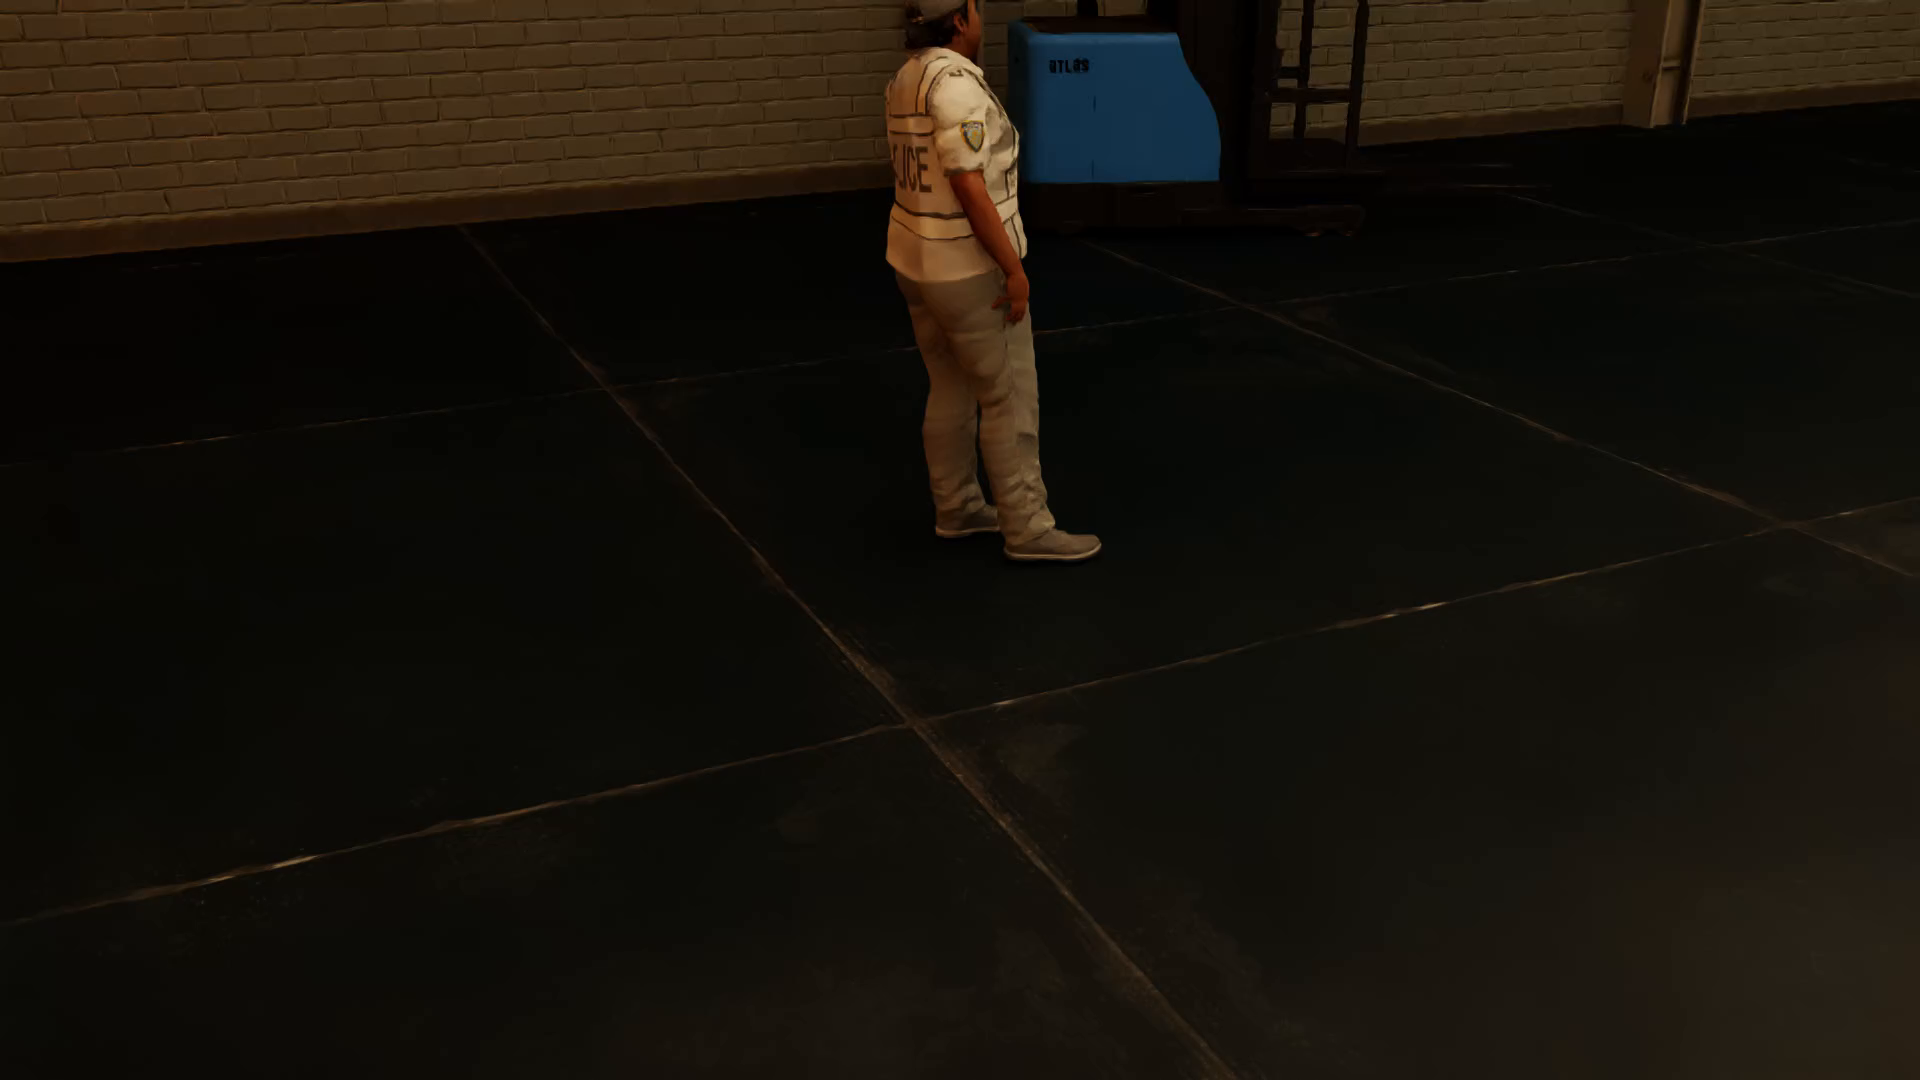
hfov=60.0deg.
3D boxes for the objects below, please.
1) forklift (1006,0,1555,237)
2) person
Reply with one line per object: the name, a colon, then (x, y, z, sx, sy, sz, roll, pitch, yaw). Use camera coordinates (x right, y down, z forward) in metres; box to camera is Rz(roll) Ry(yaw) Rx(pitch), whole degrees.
forklift: (1.803, -3.217, 9.031, 3.031, 2.935, 1.130, -2, 23, -5)
person: (0.079, -0.781, 4.795, 0.529, 1.669, 0.598, -10, 25, -23)
